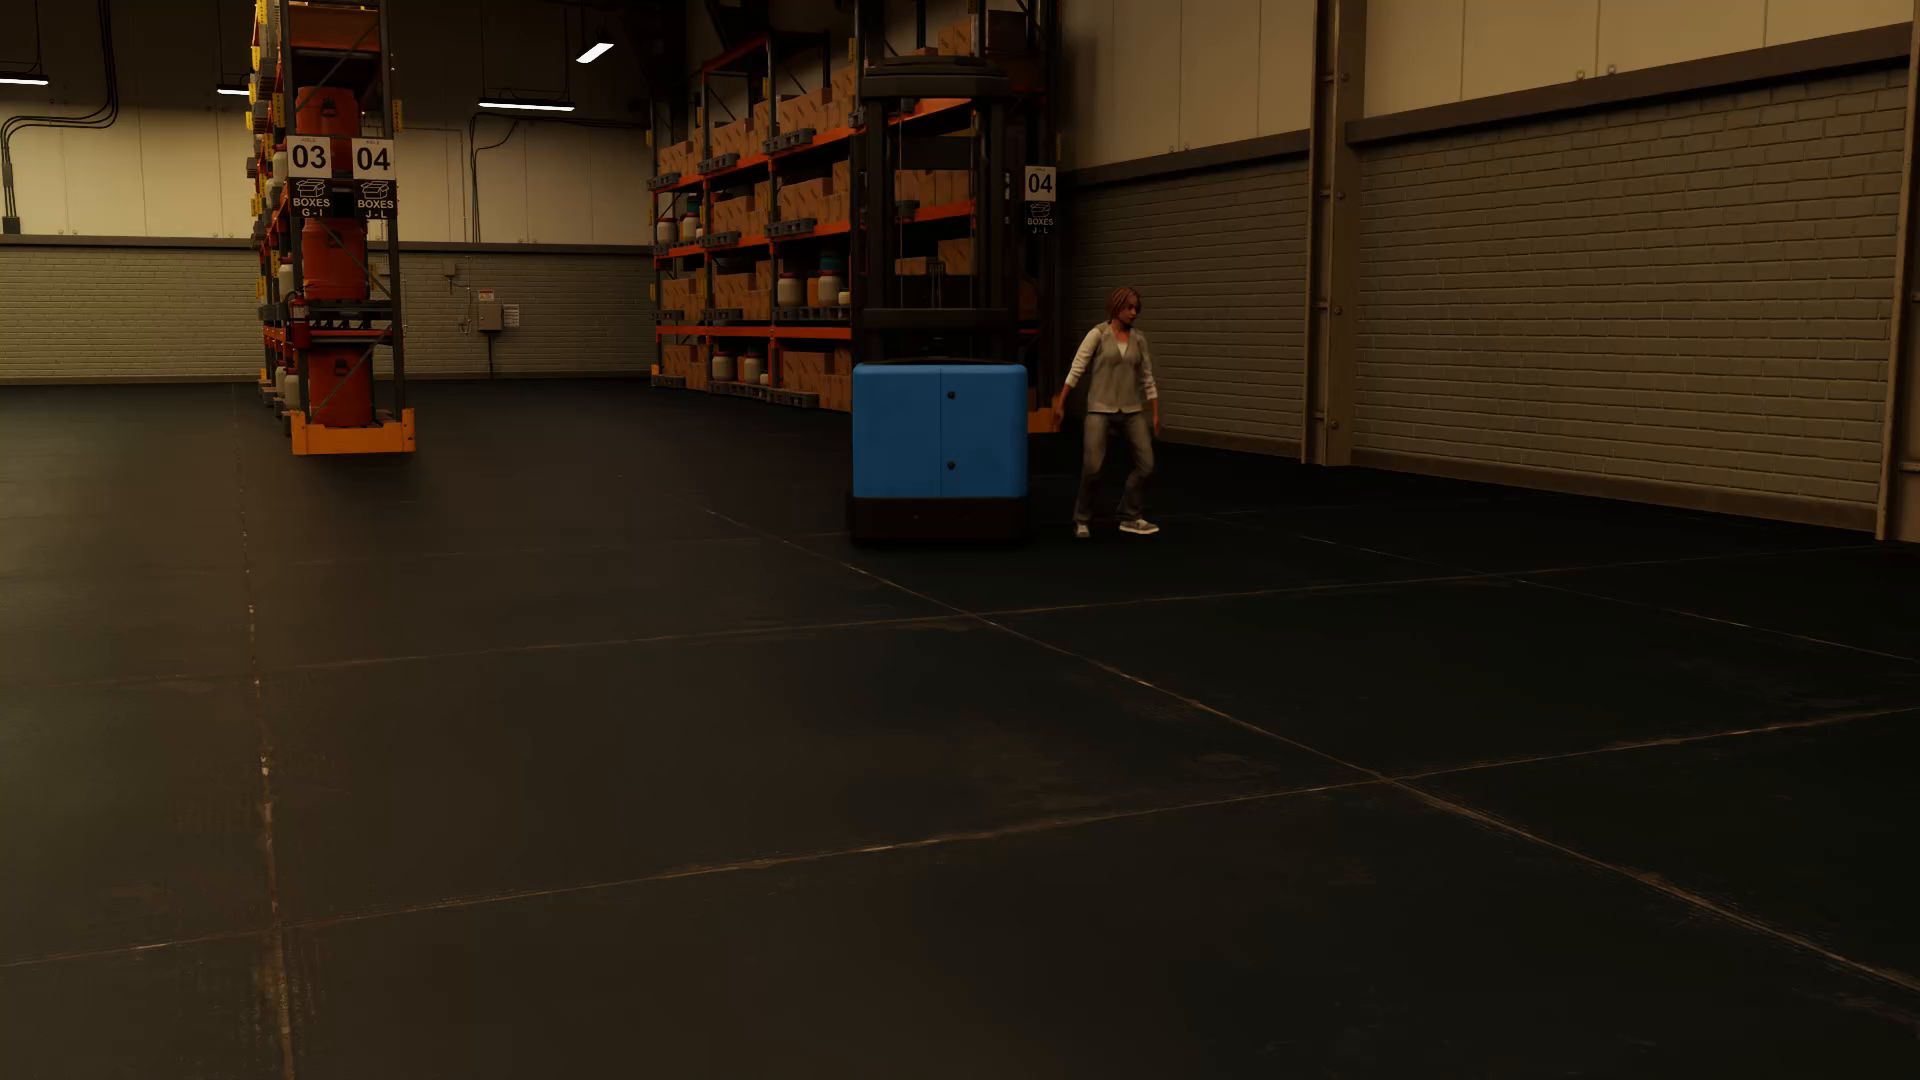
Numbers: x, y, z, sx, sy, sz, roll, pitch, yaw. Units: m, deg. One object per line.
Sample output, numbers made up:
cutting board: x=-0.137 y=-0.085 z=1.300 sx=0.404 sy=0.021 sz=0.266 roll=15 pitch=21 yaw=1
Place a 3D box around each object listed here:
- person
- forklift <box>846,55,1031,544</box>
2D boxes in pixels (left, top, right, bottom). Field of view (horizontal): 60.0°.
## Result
person: x=0.910 y=-0.764 z=10.242 sx=0.689 sy=1.572 sz=0.359 roll=-1 pitch=8 yaw=-10
forklift: x=-0.173 y=-1.587 z=10.978 sx=1.130 sy=2.935 sz=3.031 roll=0 pitch=8 yaw=-2
